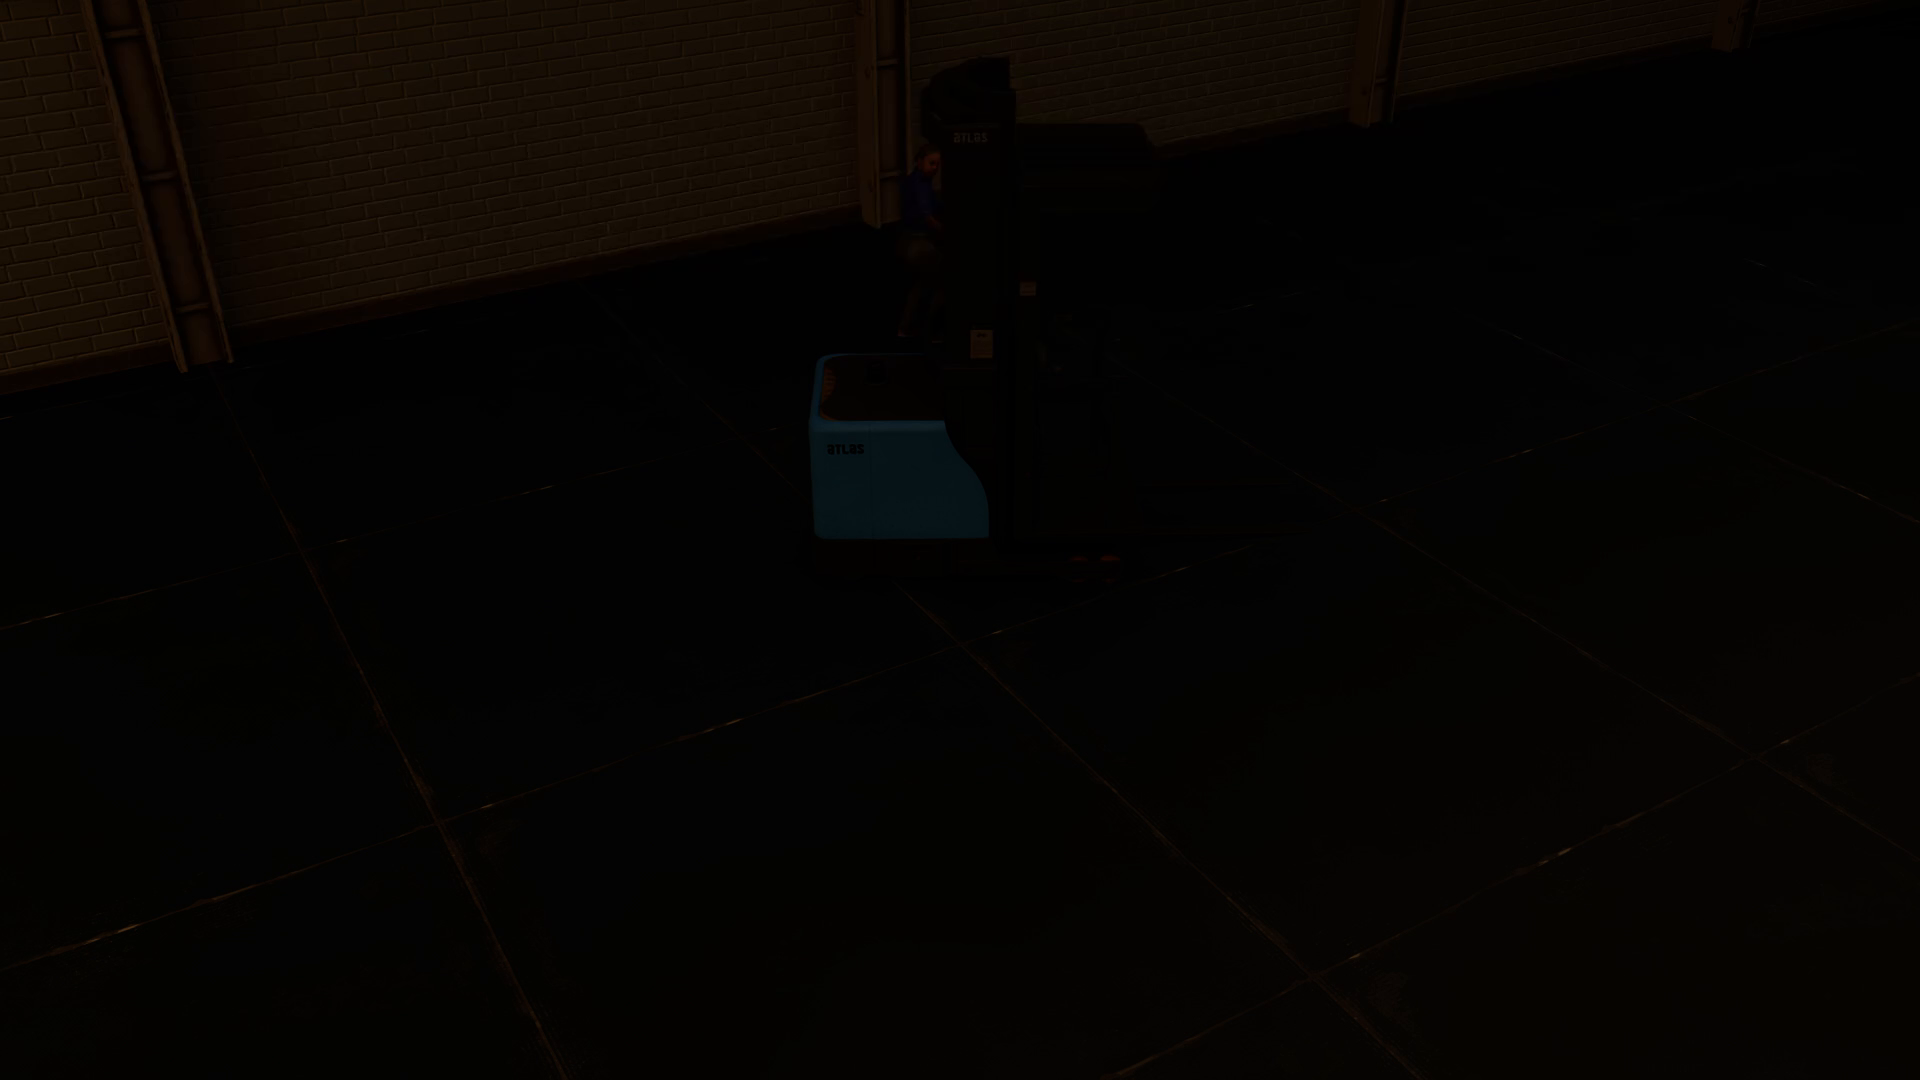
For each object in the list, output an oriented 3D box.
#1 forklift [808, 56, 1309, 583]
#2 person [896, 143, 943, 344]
[{"bbox_3d":[0.613,-1.271,9.769,3.031,2.935,1.130,-1,31,-1],"label":"forklift"},{"bbox_3d":[-0.209,-2.255,12.760,0.587,1.614,0.692,-14,33,-21],"label":"person"}]
